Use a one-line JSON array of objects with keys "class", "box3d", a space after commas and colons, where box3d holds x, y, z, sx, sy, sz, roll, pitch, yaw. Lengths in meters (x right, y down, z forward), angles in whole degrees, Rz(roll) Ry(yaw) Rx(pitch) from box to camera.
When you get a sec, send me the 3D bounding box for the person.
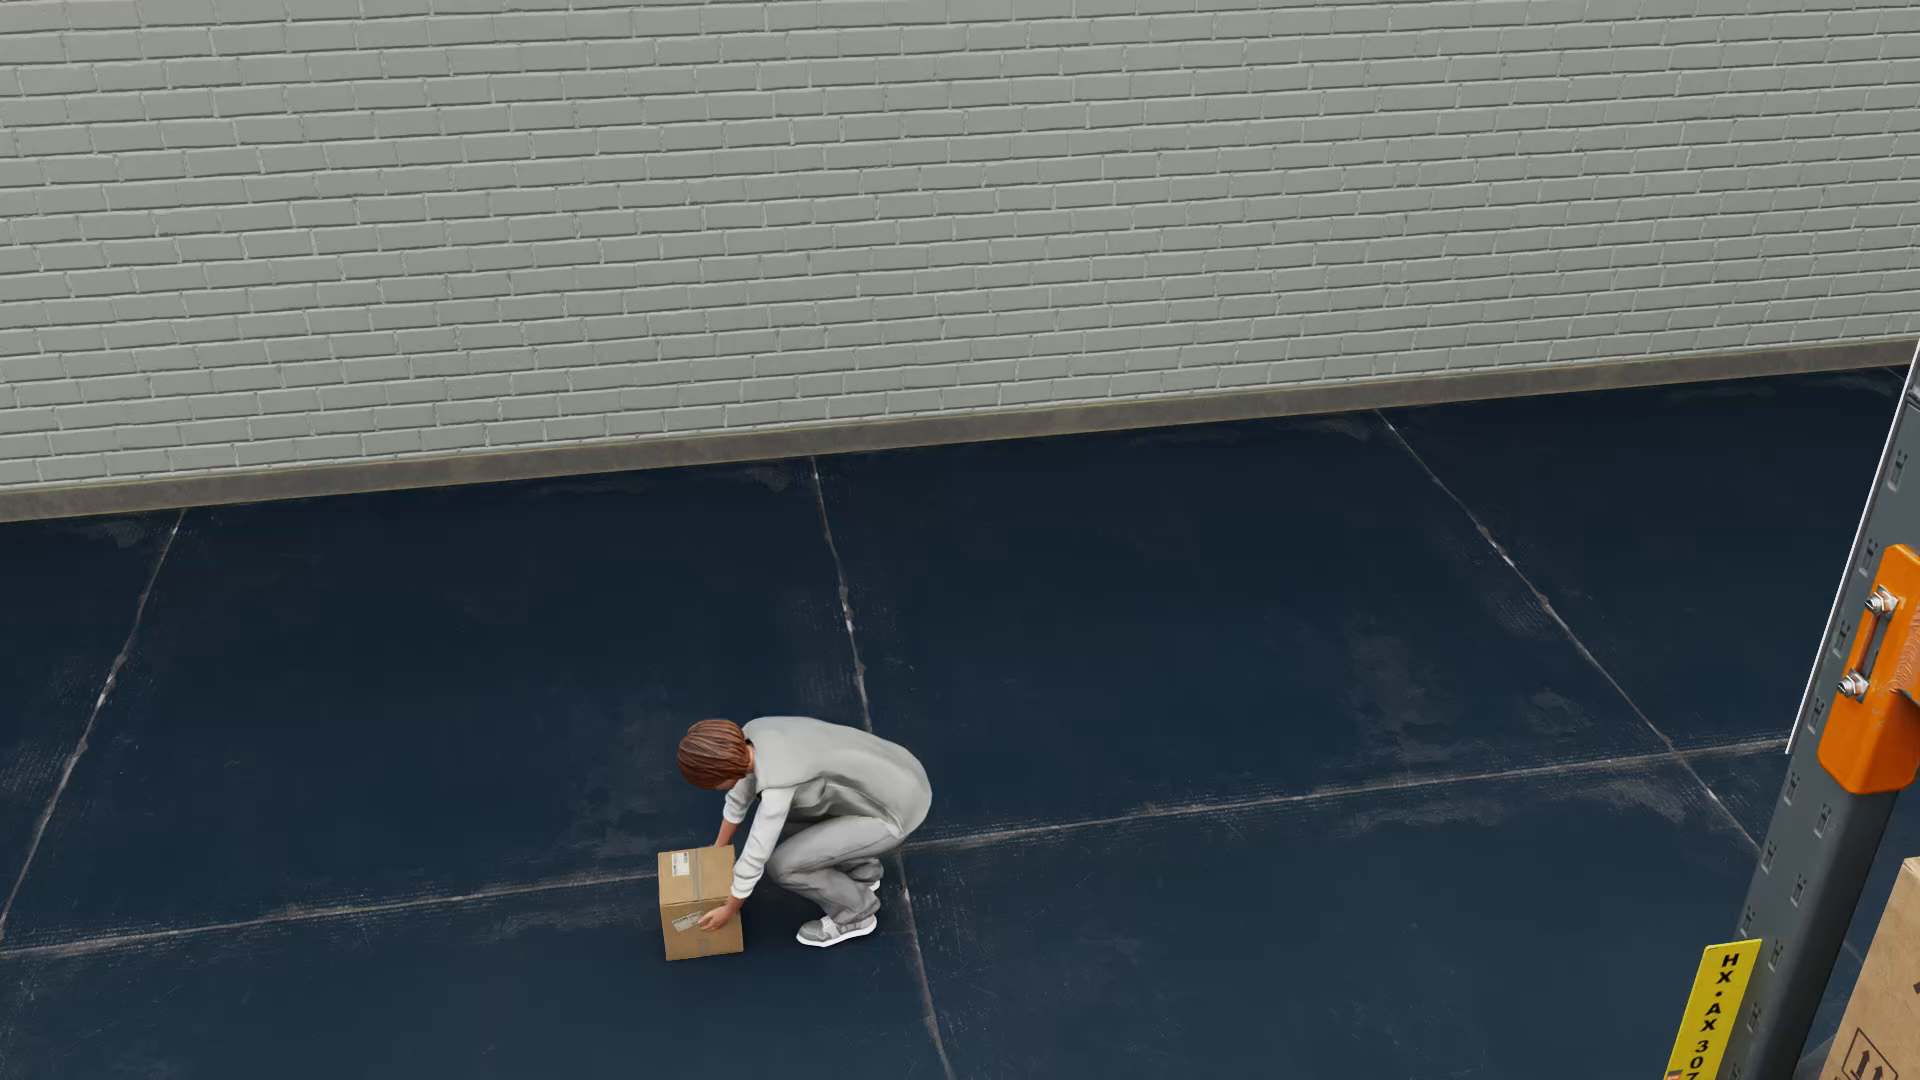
[{"class": "person", "box3d": [-0.482, 0.898, 5.345, 0.796, 0.886, 0.444, -5, 32, -9]}]
